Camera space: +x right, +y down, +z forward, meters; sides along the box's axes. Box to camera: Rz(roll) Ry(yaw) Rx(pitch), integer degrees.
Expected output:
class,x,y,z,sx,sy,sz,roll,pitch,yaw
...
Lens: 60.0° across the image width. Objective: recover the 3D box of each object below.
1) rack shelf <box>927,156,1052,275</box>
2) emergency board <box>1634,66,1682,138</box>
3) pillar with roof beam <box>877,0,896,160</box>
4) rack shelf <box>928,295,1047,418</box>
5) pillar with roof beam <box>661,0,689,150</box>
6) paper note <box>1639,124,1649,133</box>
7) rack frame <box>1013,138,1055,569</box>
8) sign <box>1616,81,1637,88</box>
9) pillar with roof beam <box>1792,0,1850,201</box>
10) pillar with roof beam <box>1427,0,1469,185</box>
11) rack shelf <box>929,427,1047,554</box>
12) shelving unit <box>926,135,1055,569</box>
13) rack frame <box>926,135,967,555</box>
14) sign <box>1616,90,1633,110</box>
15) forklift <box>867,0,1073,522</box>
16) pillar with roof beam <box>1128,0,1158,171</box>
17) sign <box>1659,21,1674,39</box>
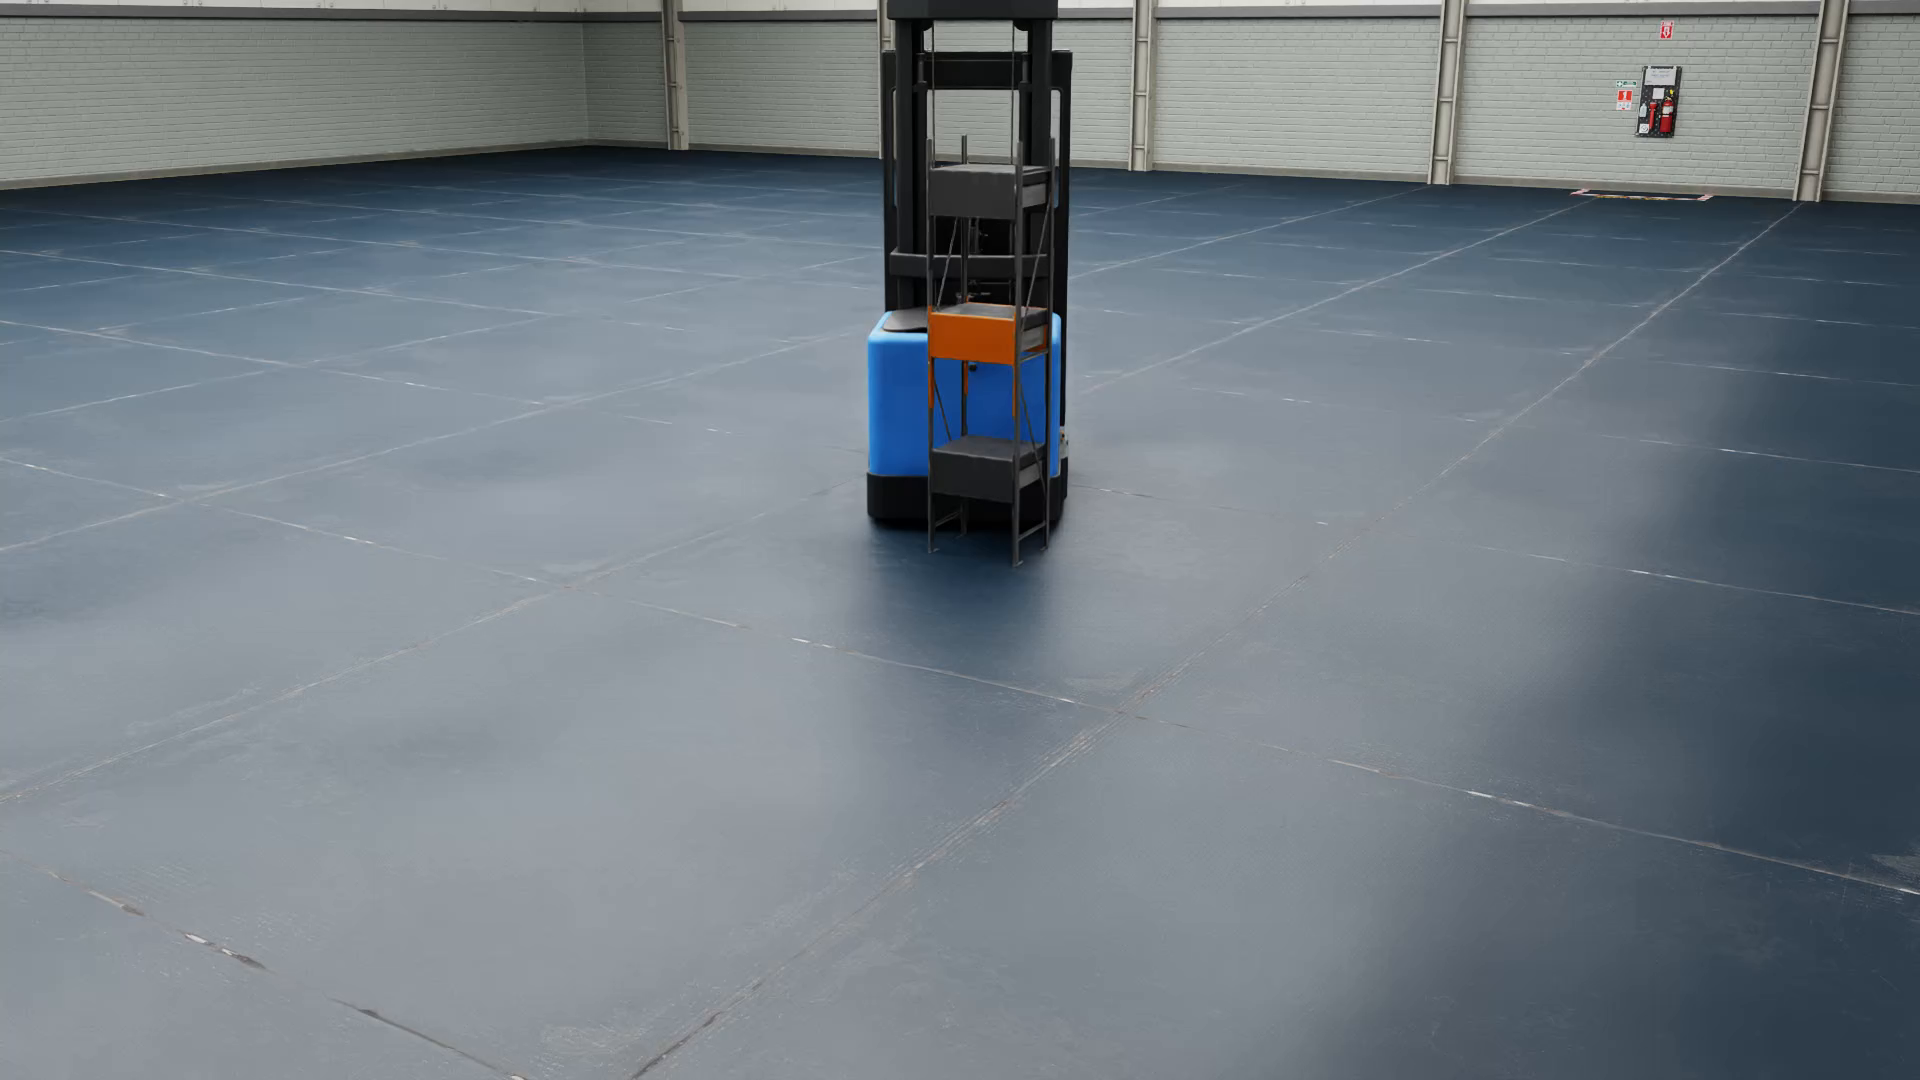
class,x,y,z,sx,sy,sz,roll,pitch,yaw
rack shelf,0.152,-1.603,8.183,0.480,0.518,0.431,9,19,26
emergency board,11.741,-7.370,27.982,0.643,1.169,0.194,10,20,30
pillar with roof beam,-3.764,-11.527,31.345,0.400,9.000,9.100,10,20,30
rack shelf,0.152,-0.933,8.386,0.480,0.518,0.431,9,19,26
pillar with roof beam,-8.877,-12.439,34.349,0.400,9.000,9.100,10,20,30
paper note,11.626,-6.992,28.255,0.142,0.148,0.016,10,20,30
rack frame,0.368,-0.913,8.274,0.015,2.100,0.400,9,19,26
sign,11.323,-7.747,28.251,0.331,0.109,0.001,10,20,30
pillar with roof beam,11.574,-8.789,22.332,0.400,9.000,9.100,10,20,30
pillar with roof beam,6.461,-9.701,25.336,0.400,9.000,9.100,10,20,30
rack shelf,0.152,-0.263,8.590,0.480,0.518,0.431,9,19,26
shelving unit,0.152,-0.946,8.383,0.503,2.100,0.431,9,19,26
rack frame,-0.064,-0.979,8.491,0.015,2.100,0.400,9,19,26
sign,11.324,-7.496,28.338,0.234,0.329,0.001,10,20,30
forklift,0.113,-1.880,10.028,1.130,2.935,3.031,1,17,4
pillar with roof beam,1.348,-10.614,28.340,0.400,9.000,9.100,10,20,30
sign,11.786,-8.505,27.730,0.199,0.298,0.001,10,20,30
